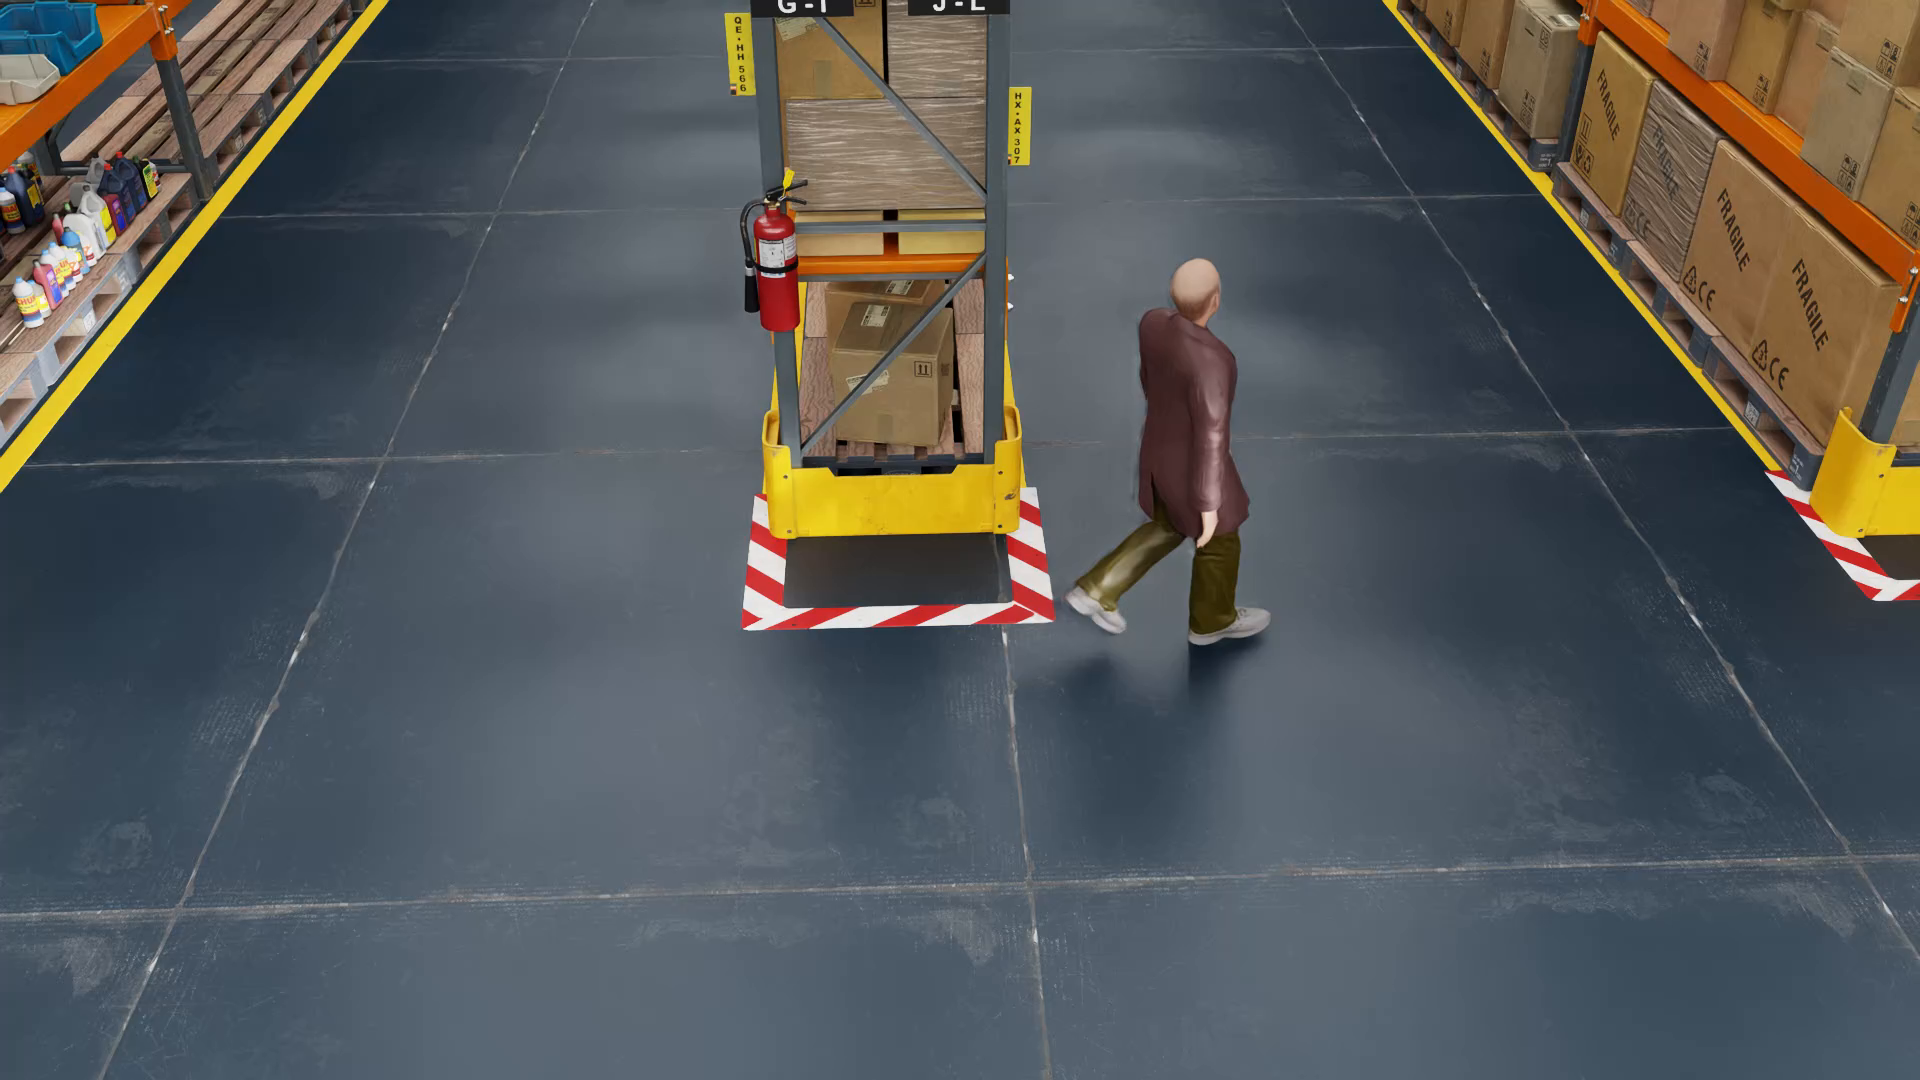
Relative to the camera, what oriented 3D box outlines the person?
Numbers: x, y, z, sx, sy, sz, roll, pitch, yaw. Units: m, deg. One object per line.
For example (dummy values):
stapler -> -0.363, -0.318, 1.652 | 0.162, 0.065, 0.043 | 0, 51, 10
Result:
person -> 0.882, -0.209, 6.613 | 0.900, 1.558, 0.646 | -12, 37, -17
